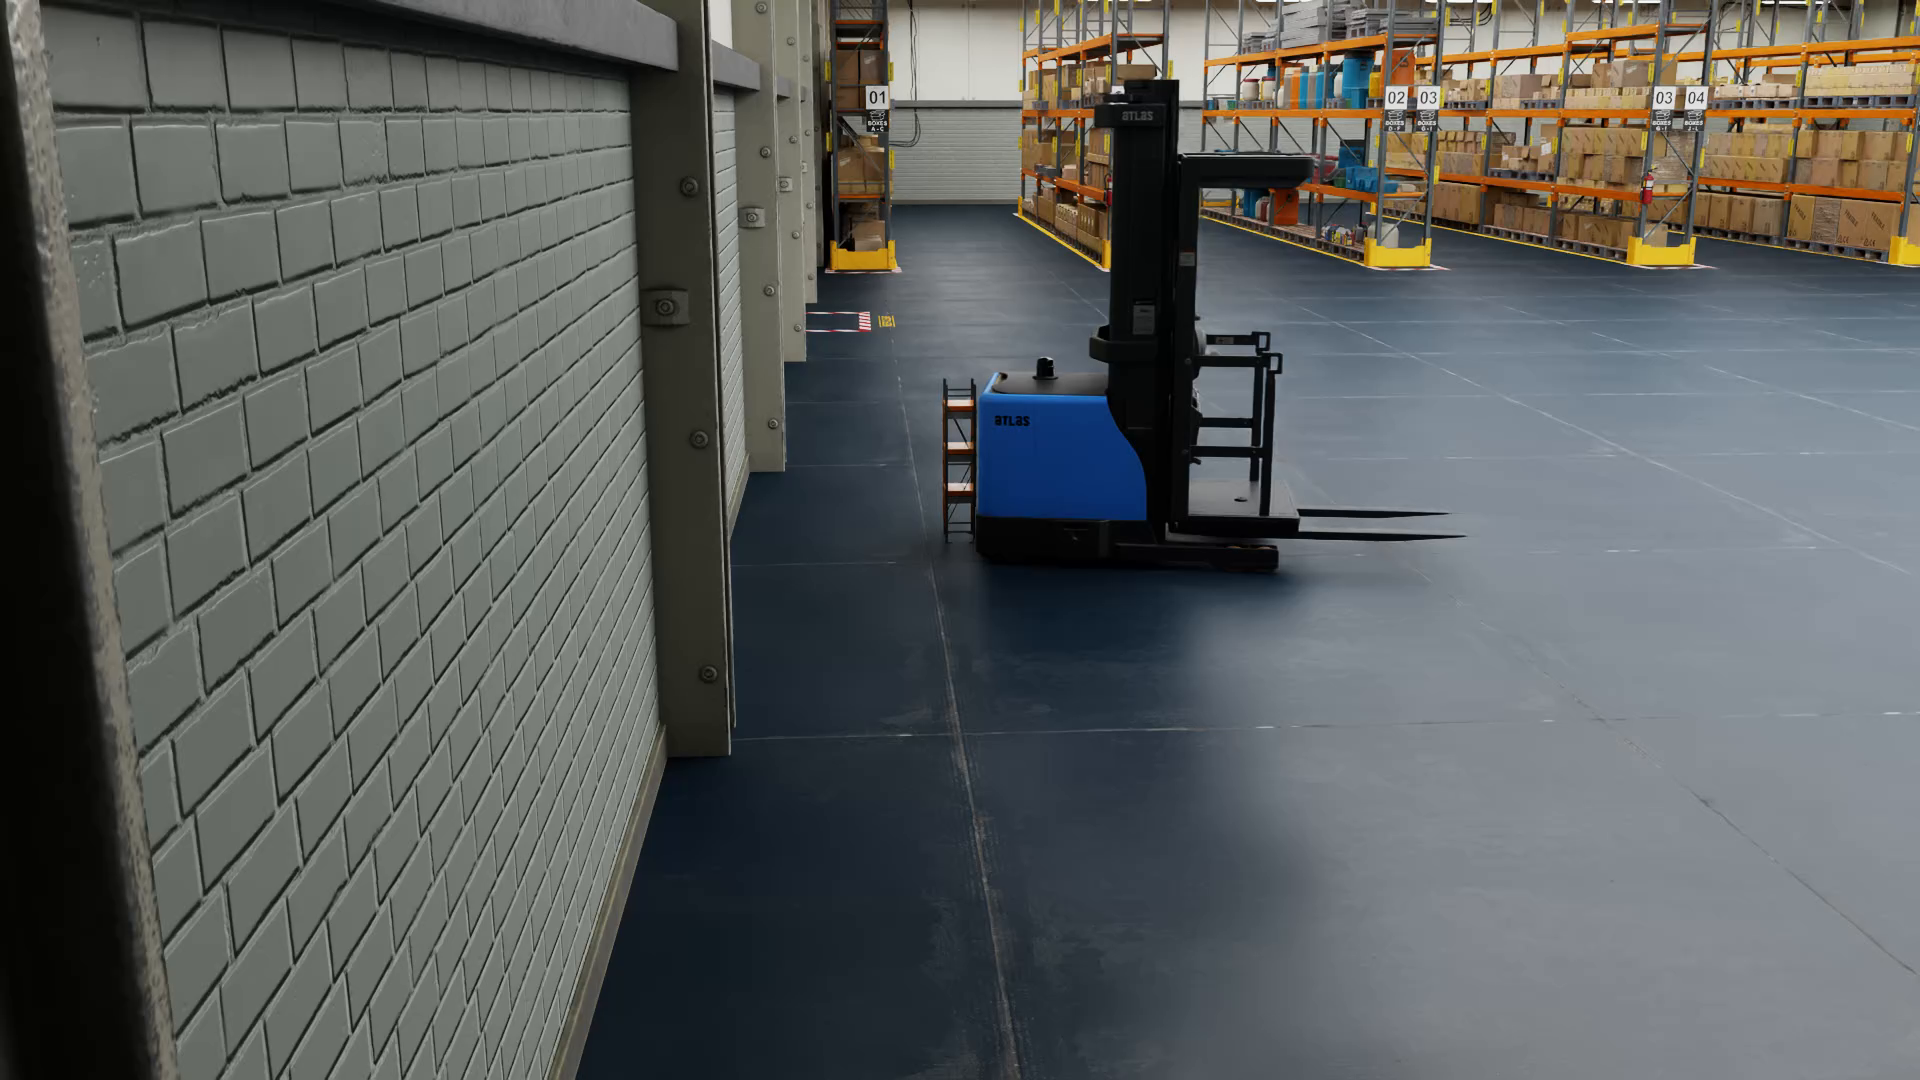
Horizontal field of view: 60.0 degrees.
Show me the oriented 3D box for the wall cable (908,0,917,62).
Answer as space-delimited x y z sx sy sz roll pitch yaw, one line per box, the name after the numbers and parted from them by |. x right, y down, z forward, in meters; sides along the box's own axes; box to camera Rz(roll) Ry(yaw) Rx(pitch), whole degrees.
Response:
-0.047 -15.638 49.842 3.097 2.526 0.112 -1 14 -3 | wall cable

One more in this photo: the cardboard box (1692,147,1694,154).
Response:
17.043 -9.112 38.891 0.380 0.149 0.250 -1 15 -6 | cardboard box

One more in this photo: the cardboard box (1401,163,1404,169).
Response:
11.885 -9.903 44.001 0.380 0.149 0.250 -1 14 -3 | cardboard box

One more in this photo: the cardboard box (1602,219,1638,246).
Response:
12.956 -6.039 32.653 0.500 0.500 0.500 0 14 2 | cardboard box

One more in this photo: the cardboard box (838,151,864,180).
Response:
-2.003 -6.772 30.081 0.500 0.500 0.500 -1 14 -4 | cardboard box

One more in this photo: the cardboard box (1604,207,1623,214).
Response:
16.918 -8.538 43.067 0.380 0.149 0.250 -1 14 -3 | cardboard box

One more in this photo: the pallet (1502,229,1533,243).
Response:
12.693 -6.729 36.755 1.003 0.211 1.213 -1 14 -3 | pallet

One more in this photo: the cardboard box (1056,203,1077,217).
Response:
2.426 -7.433 37.445 0.500 0.311 0.500 0 14 -2 | cardboard box

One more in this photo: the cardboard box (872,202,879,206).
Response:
-2.172 -7.694 38.382 0.750 0.750 0.750 -1 14 -4 | cardboard box

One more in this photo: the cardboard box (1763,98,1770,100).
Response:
22.012 -12.007 44.790 0.500 0.311 0.500 -1 14 -2 | cardboard box

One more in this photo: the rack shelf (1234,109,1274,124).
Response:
7.506 -10.102 39.691 1.077 0.370 4.000 -1 14 -3 | rack shelf

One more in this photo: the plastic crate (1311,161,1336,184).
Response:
7.543 -7.652 34.618 0.402 0.464 0.583 -1 14 -3 | plastic crate

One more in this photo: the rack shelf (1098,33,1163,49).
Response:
3.058 -9.390 31.317 0.919 0.124 3.809 -1 14 -3 | rack shelf

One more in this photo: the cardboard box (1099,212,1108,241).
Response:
2.852 -5.798 30.713 0.500 0.500 0.500 -1 14 -3 | cardboard box

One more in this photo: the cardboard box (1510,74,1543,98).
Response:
12.412 -9.948 36.445 0.500 0.500 0.500 -1 14 -5 | cardboard box

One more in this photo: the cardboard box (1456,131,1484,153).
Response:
12.459 -9.622 40.188 0.797 0.503 0.637 0 14 -2 | cardboard box

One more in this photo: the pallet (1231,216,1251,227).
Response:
7.389 -7.952 41.508 1.003 0.211 1.213 -1 14 -3 | pallet

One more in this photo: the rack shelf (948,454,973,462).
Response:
-0.003 -0.560 10.937 0.166 0.050 0.221 -1 14 -3 | rack shelf

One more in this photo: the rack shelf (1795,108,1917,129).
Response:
17.902 -8.240 32.456 1.077 0.370 4.000 -1 14 -3 | rack shelf

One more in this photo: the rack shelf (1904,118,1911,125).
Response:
22.589 -9.336 36.717 1.077 0.370 4.000 -1 14 -3 | rack shelf

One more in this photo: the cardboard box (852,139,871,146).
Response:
-2.172 -8.757 36.658 0.380 0.149 0.250 -3 15 -13 | cardboard box

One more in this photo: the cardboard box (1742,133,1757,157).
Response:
17.647 -8.668 36.489 0.700 0.500 0.500 -1 14 -4 | cardboard box

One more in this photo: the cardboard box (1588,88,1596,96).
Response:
12.602 -8.808 32.722 0.380 0.149 0.250 -1 14 -4 | cardboard box

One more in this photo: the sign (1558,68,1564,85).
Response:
12.268 -9.466 33.949 0.100 0.325 0.005 -1 14 -3 | sign

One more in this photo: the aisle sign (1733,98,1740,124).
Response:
21.675 -11.991 46.395 0.394 0.787 0.004 -1 14 -3 | aisle sign

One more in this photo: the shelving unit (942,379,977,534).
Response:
-0.003 -0.522 10.948 0.215 1.050 0.249 -1 14 -3 | shelving unit

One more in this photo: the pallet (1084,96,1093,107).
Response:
3.013 -8.628 32.697 1.003 0.211 1.213 -1 14 -3 | pallet

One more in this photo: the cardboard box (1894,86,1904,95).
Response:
17.652 -8.361 30.944 0.380 0.149 0.250 -1 14 -3 | cardboard box

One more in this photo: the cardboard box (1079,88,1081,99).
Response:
2.845 -9.623 35.847 0.500 0.250 0.500 -1 14 -5 | cardboard box

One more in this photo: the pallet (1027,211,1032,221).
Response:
2.318 -8.544 43.809 1.003 0.211 1.213 -1 14 -3 | pallet

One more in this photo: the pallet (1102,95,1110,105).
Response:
3.164 -8.021 30.338 1.003 0.211 1.213 -1 14 -3 | pallet

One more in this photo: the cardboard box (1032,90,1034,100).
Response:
2.110 -11.283 42.135 0.500 0.250 0.500 -1 14 -3 | cardboard box

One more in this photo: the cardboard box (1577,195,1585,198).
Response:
16.830 -9.266 44.703 0.380 0.149 0.250 -1 14 -3 | cardboard box

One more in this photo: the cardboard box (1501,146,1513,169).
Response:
12.647 -8.695 37.755 0.500 0.500 0.500 -3 15 -10 | cardboard box

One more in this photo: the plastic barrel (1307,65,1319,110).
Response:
7.590 -9.486 34.851 0.600 0.901 0.600 0 14 0 | plastic barrel

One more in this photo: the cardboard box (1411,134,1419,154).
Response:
12.004 -10.241 43.007 0.500 0.500 0.500 -1 14 -3 | cardboard box

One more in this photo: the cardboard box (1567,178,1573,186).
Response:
12.580 -7.278 33.796 0.380 0.149 0.250 -1 14 -3 | cardboard box

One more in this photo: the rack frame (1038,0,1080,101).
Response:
2.438 -12.325 40.868 1.000 3.000 0.127 -1 14 -3 | rack frame

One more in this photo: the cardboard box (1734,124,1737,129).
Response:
21.715 -11.473 46.089 0.380 0.149 0.250 -1 14 -2 | cardboard box

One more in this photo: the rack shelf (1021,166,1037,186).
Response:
2.315 -9.568 43.638 1.077 0.370 4.000 -1 14 -3 | rack shelf

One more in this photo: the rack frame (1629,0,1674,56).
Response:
17.283 -12.528 41.658 1.000 3.000 0.127 -1 14 -3 | rack frame

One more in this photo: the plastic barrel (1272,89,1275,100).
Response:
7.418 -10.353 38.661 0.301 0.262 0.301 0 14 0 | plastic barrel

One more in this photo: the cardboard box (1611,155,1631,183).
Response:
12.912 -7.039 31.567 0.875 0.500 0.500 -1 14 -3 | cardboard box

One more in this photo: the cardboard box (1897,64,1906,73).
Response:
17.653 -8.748 30.847 0.380 0.149 0.250 -1 14 -3 | cardboard box

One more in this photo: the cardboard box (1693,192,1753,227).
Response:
17.478 -7.589 38.174 1.050 0.750 0.750 -1 14 -4 | cardboard box

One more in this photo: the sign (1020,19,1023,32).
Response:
1.649 -13.802 44.575 0.100 0.325 0.005 -1 14 -3 | sign

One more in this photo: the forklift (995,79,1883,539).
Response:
14.439 -6.817 31.190 23.890 3.159 46.598 2 15 6 | forklift

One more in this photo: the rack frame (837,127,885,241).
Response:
-2.010 -7.352 33.582 1.000 3.000 0.127 -1 14 -3 | rack frame

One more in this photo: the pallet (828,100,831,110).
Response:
-2.350 -9.868 37.717 1.213 0.211 1.003 0 14 -1 | pallet

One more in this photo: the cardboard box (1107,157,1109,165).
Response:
2.935 -7.018 30.781 0.380 0.149 0.250 -1 14 -4 | cardboard box

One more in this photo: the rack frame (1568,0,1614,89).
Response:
12.825 -10.487 33.726 0.949 2.616 0.053 -1 14 -3 | rack frame

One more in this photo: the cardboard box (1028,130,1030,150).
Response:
2.053 -10.452 43.420 0.500 0.500 0.500 -1 14 -4 | cardboard box
